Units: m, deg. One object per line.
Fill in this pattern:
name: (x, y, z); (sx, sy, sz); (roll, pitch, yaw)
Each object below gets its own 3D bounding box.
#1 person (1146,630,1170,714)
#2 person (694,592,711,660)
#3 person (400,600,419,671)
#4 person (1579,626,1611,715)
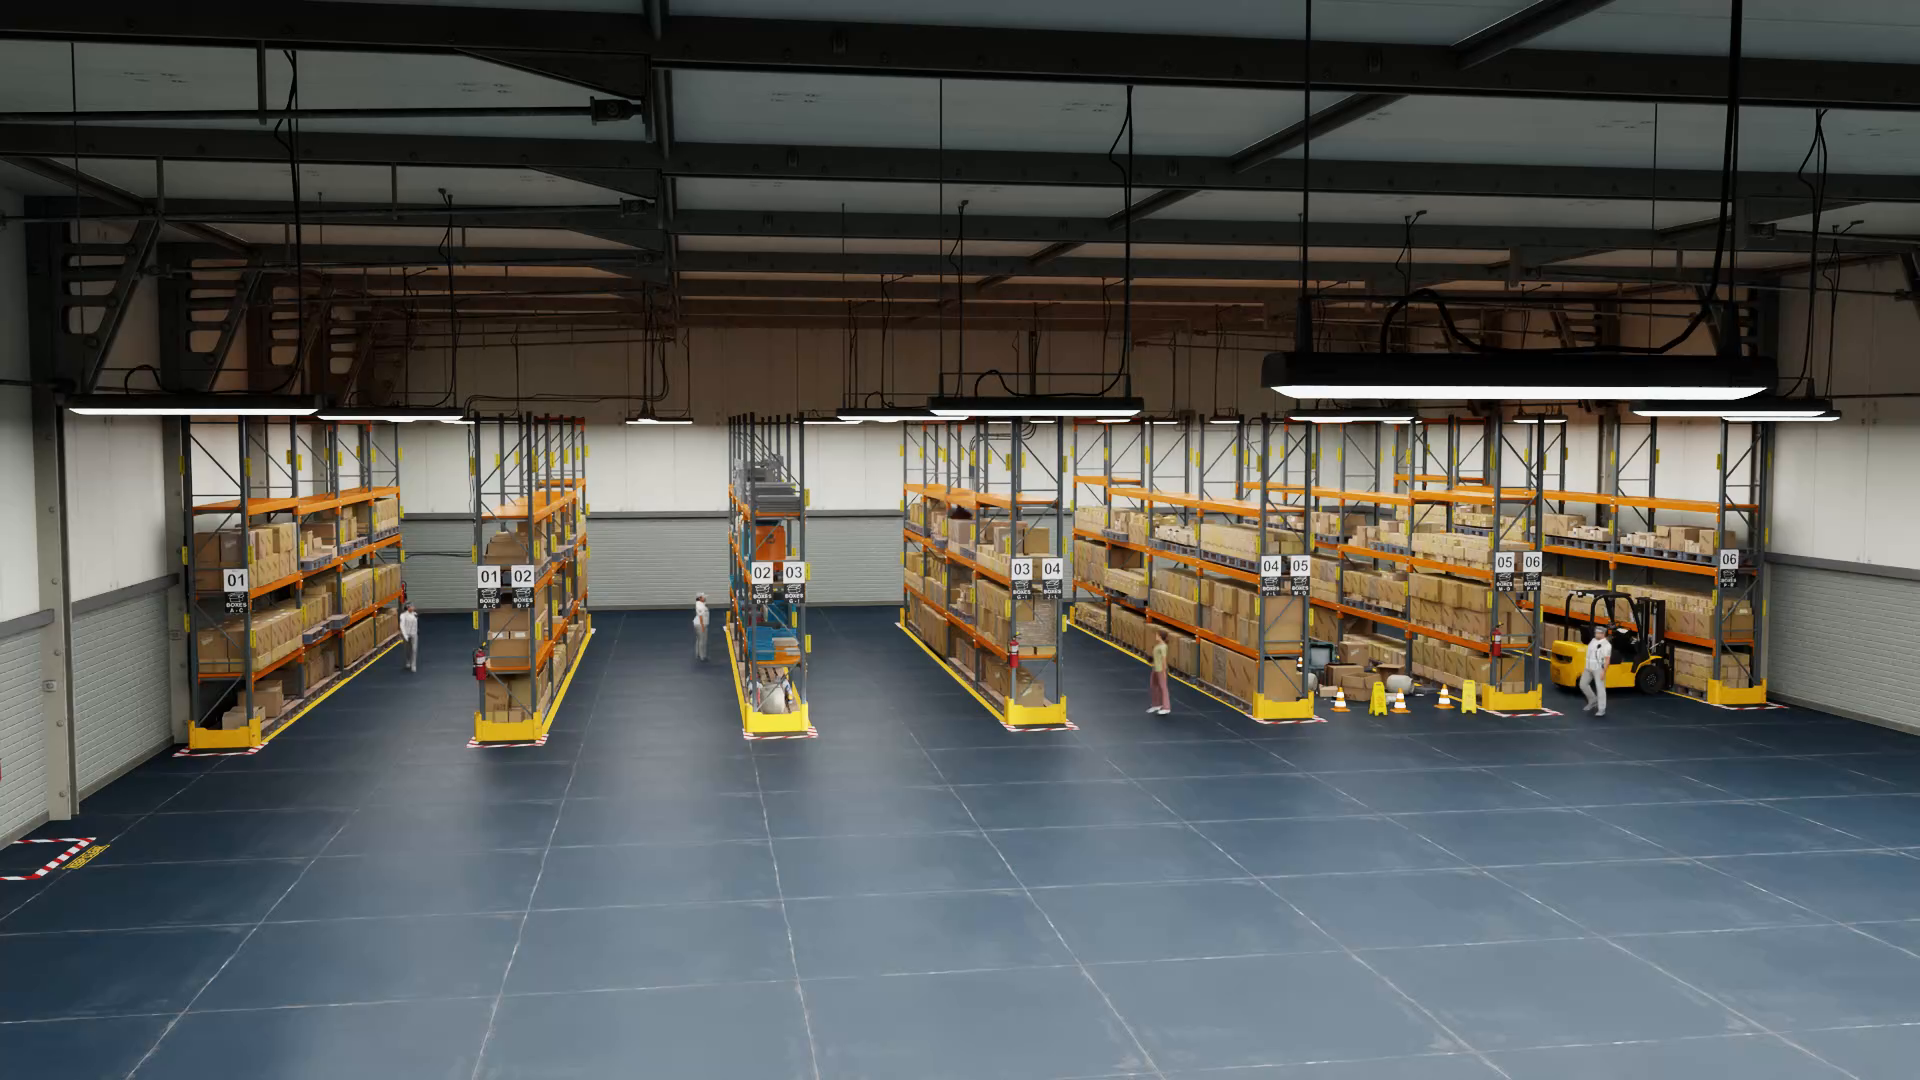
person: (3.968, 2.632, 33.195); (0.393, 1.704, 0.597); (-1, 4, -15)
person: (-6.314, 2.109, 40.832); (0.423, 1.670, 0.554); (-1, 4, -15)
person: (-12.927, 2.233, 39.080); (0.427, 1.638, 0.958); (-1, 4, -16)
person: (12.703, 2.587, 33.201); (0.485, 1.774, 0.629); (-2, 5, -32)
